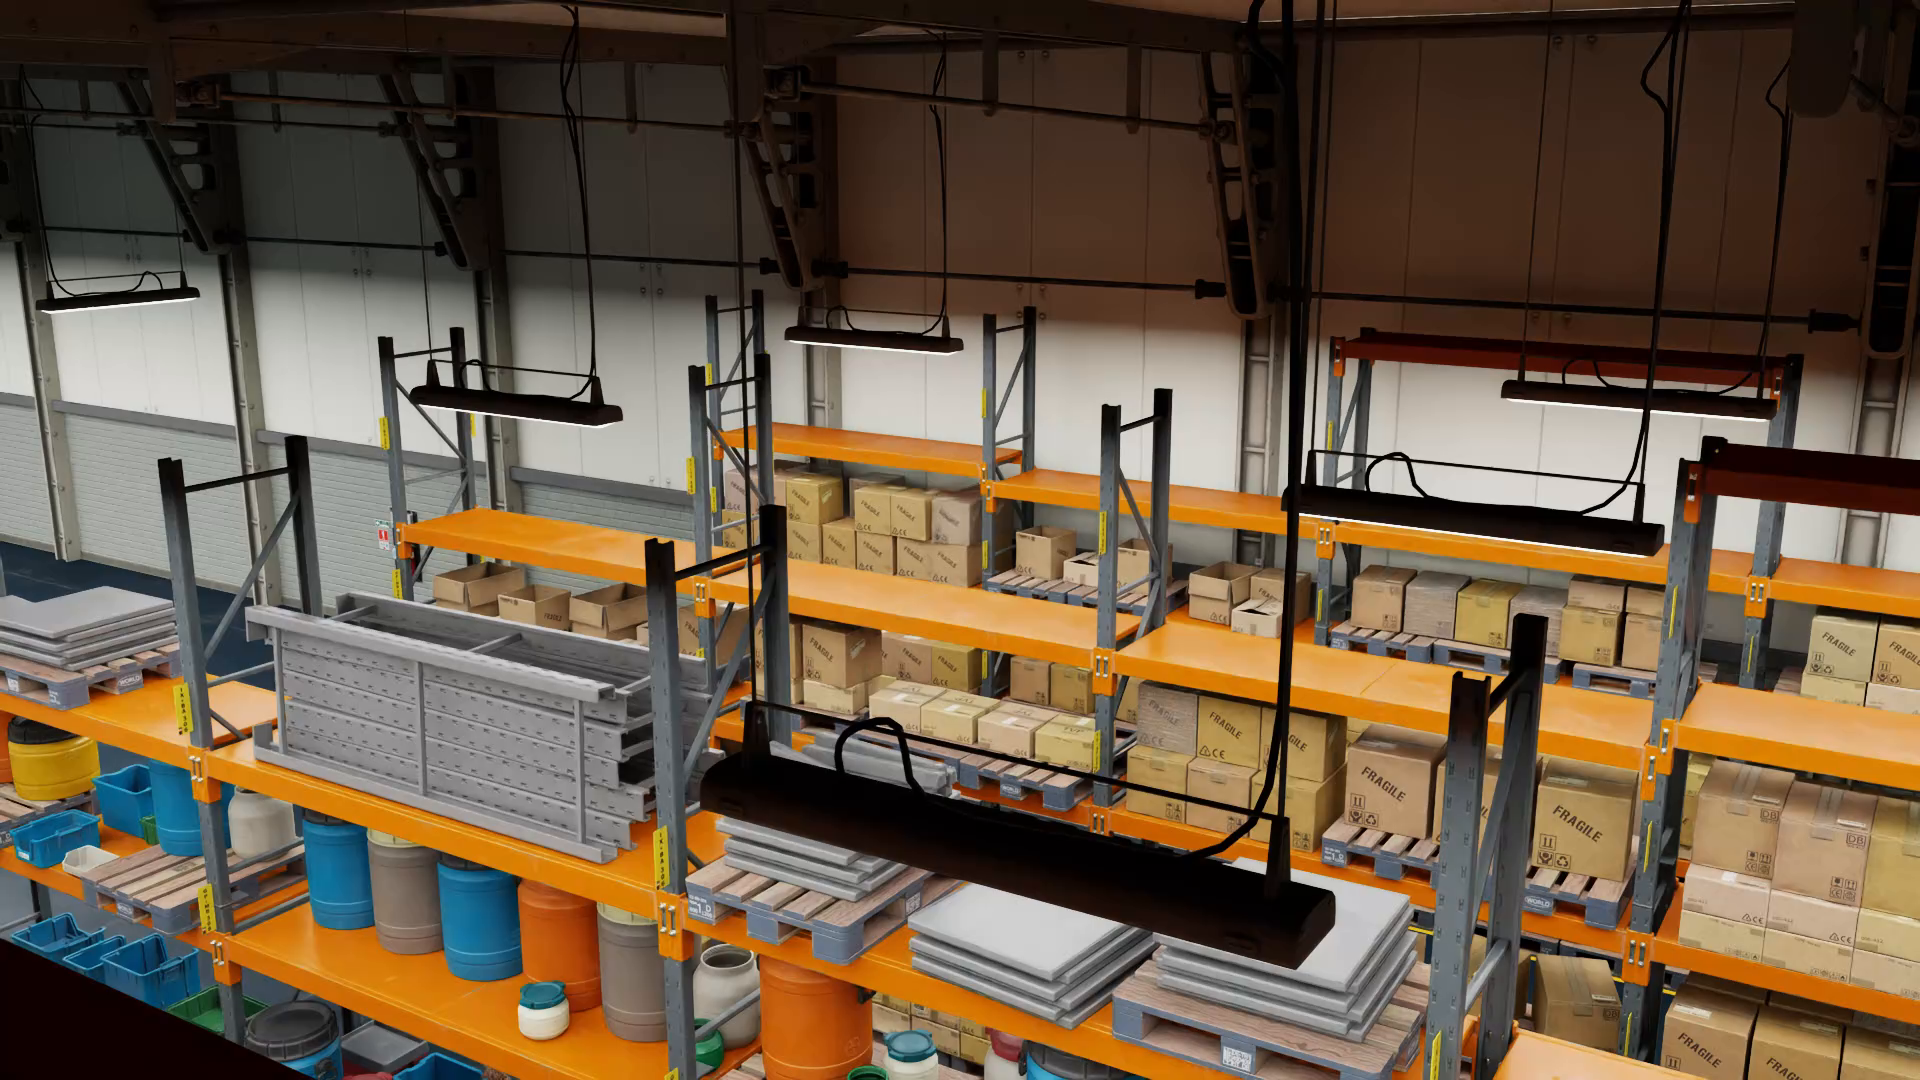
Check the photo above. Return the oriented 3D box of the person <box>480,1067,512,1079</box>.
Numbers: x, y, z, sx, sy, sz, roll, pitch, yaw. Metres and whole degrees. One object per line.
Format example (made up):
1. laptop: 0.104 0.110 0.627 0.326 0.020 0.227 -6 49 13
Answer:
1. person: -3.263 4.404 11.625 0.651 1.613 0.408 0 14 1
